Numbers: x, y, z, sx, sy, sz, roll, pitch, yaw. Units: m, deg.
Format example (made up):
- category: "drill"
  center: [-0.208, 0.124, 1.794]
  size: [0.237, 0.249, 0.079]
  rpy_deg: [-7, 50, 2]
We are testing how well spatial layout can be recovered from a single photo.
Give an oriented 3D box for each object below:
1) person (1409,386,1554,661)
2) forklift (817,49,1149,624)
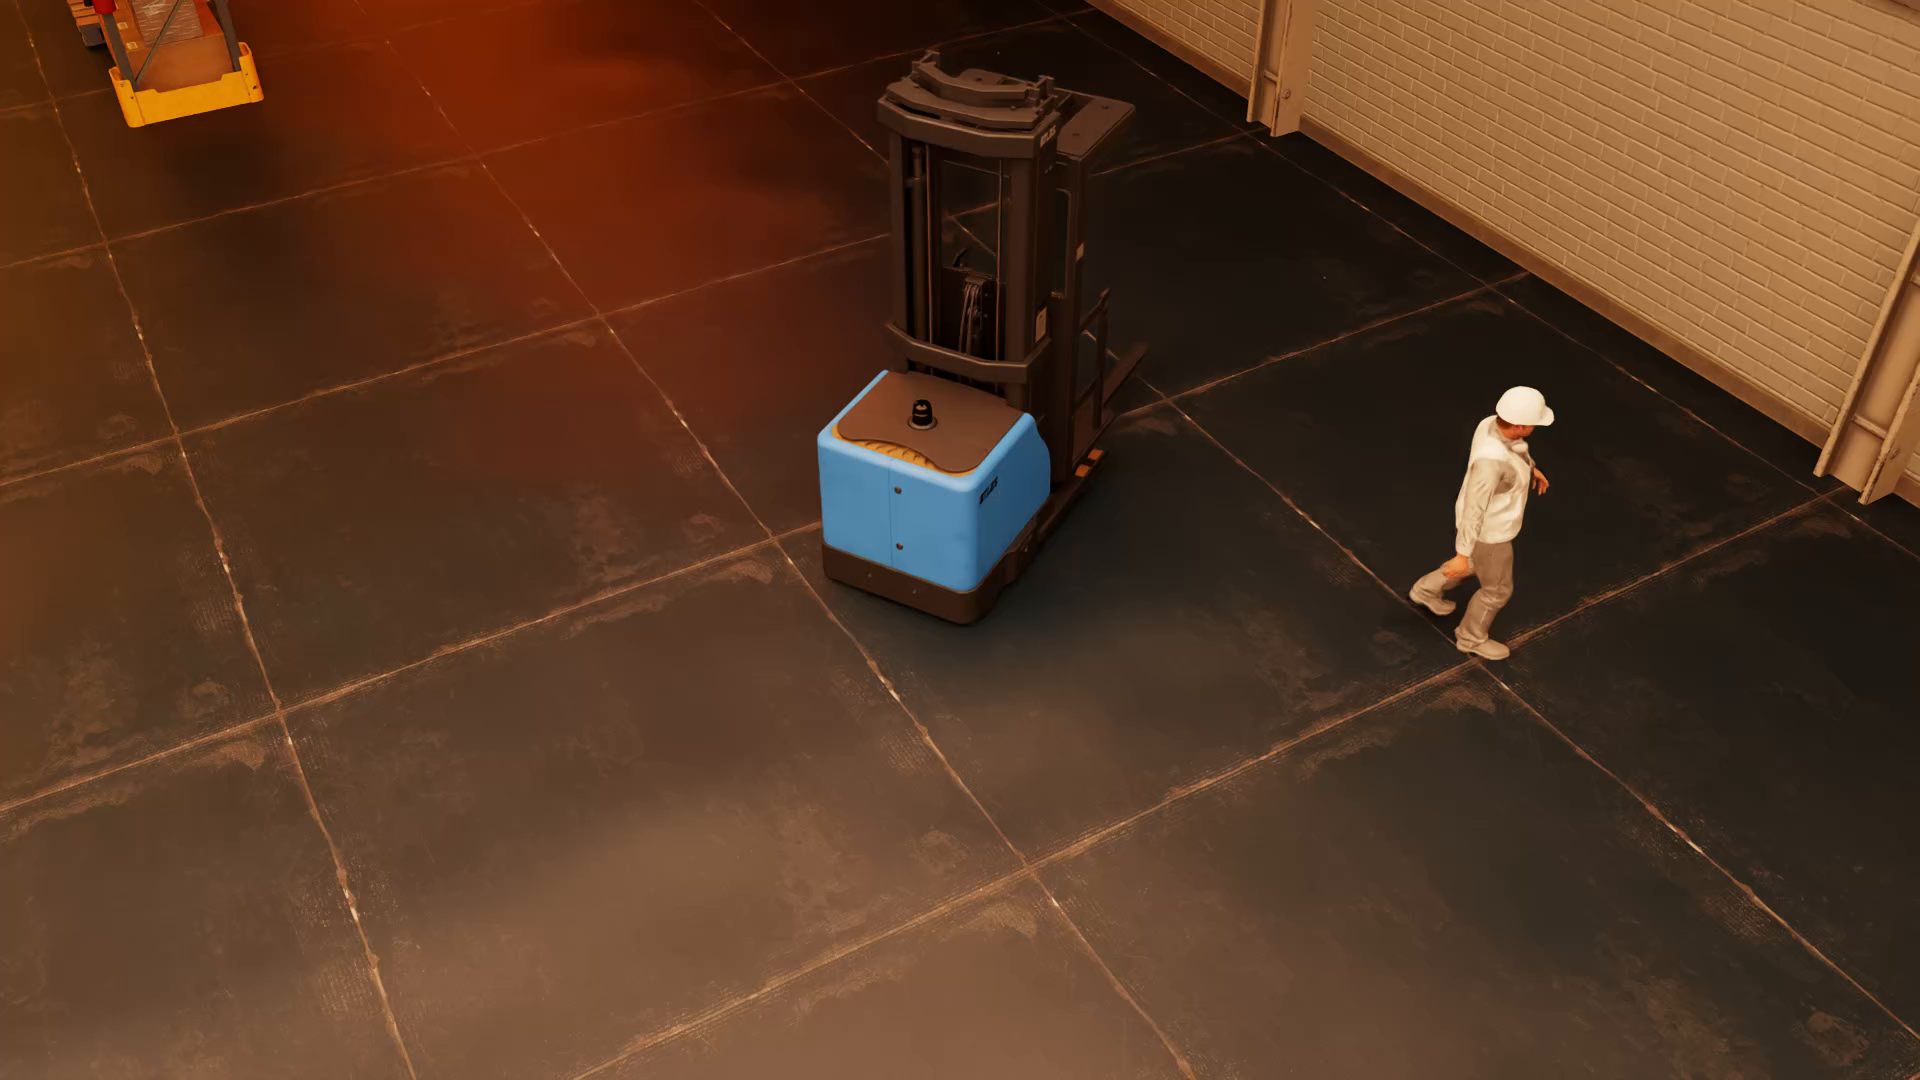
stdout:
- category: "person"
  center: [2.888, -0.100, 9.083]
  size: [0.630, 1.754, 0.803]
  rpy_deg: [9, 40, 10]
- category: "forklift"
  center: [0.313, -1.573, 9.933]
  size: [1.130, 2.935, 3.031]
  rpy_deg: [19, 43, 21]
